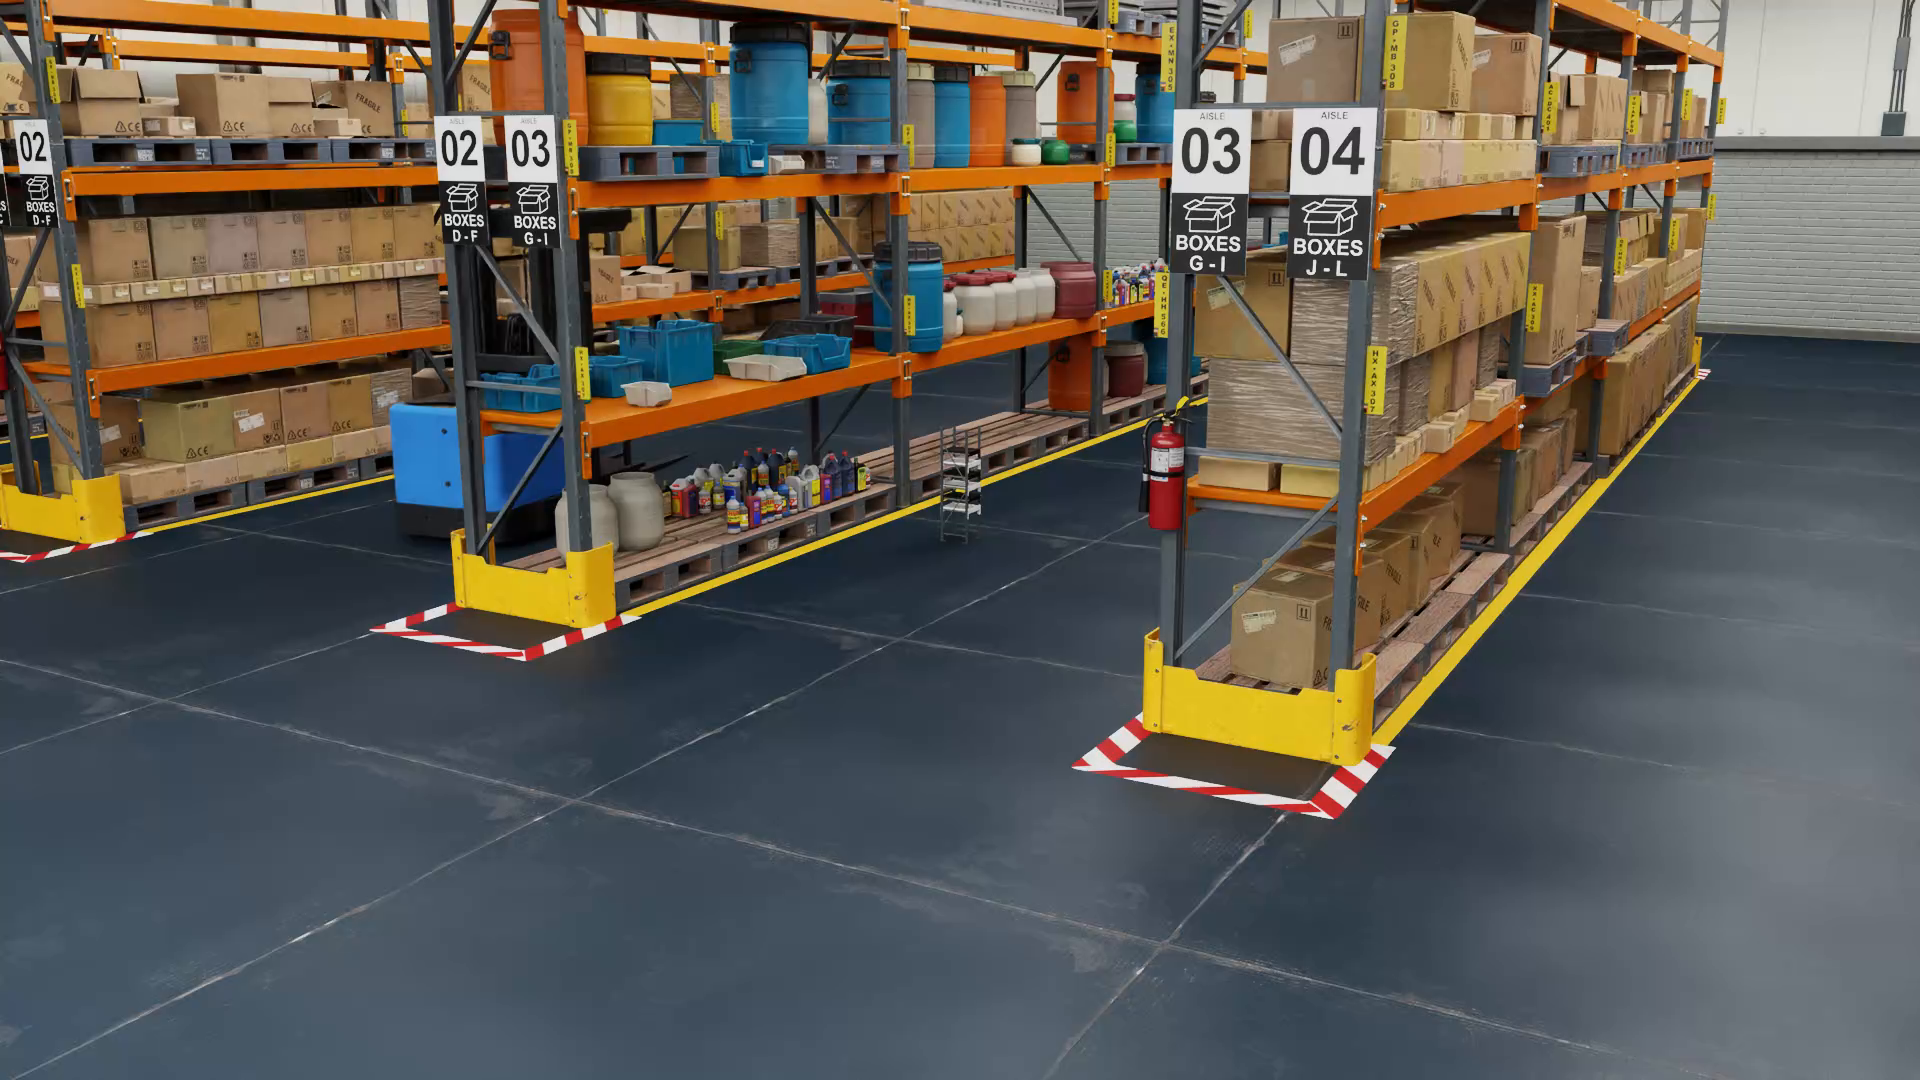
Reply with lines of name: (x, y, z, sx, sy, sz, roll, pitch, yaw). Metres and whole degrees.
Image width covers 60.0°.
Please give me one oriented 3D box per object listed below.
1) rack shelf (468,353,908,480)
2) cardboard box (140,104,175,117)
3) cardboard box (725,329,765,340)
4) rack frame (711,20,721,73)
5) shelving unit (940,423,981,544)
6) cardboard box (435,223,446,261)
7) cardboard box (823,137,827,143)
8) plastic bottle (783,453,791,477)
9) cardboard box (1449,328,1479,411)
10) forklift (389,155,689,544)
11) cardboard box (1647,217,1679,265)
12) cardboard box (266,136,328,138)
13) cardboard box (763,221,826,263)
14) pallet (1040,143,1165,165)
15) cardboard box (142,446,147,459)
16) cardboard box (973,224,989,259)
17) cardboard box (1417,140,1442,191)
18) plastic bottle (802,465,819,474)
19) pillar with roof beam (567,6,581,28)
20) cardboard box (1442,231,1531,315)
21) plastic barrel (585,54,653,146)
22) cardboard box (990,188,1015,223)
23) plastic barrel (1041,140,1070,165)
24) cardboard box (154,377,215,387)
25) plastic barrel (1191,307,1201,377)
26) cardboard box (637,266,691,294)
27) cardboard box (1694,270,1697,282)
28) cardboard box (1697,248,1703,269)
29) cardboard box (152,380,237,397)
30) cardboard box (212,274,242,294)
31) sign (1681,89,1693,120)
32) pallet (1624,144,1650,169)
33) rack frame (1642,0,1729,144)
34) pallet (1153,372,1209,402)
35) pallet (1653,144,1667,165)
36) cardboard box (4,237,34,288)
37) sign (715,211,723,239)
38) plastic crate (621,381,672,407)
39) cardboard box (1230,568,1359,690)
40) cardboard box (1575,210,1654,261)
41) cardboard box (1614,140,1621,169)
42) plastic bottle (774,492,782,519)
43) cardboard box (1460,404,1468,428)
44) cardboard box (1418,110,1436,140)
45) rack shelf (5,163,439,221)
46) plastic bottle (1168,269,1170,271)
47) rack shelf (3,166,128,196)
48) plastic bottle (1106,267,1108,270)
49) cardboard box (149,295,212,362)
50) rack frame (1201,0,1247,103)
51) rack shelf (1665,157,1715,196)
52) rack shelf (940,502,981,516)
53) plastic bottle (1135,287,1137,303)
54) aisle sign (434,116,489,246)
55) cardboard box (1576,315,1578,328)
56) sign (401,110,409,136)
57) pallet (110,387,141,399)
rack shelf: (-1.860, -1.027, 12.428, 1.077, 0.370, 4.000, 7, 15, 28)
cardboard box: (-6.835, -3.452, 13.677, 0.500, 0.250, 0.500, 7, 15, 28)
cardboard box: (-2.575, -2.337, 20.723, 0.500, 0.500, 0.500, 7, 15, 26)
rack frame: (-3.765, -8.288, 28.210, 1.000, 3.000, 0.127, 7, 15, 28)
shelving unit: (0.004, -0.439, 12.935, 0.258, 0.900, 0.210, 7, 15, 28)
cardboard box: (-7.173, -4.004, 22.349, 0.500, 0.500, 0.500, 8, 16, 30)
cardboard box: (-1.971, -5.515, 21.787, 0.600, 0.600, 0.600, 7, 15, 27)
plastic bottle: (-1.470, -0.583, 13.909, 0.061, 0.283, 0.133, 7, 15, 28)
cardboard box: (2.745, -1.121, 10.435, 0.875, 0.500, 0.500, 7, 15, 28)
forklift: (-3.382, -1.698, 13.824, 1.130, 2.935, 3.031, 6, 15, 22)
cardboard box: (7.765, -3.373, 18.708, 0.500, 0.500, 0.500, 7, 15, 28)
cardboard box: (-8.340, -4.993, 20.680, 0.797, 0.503, 0.637, 10, 17, 36)
cardboard box: (-2.160, -3.873, 21.591, 0.700, 0.500, 0.500, 3, 14, 14)
pallet: (1.496, -4.120, 17.725, 1.003, 0.211, 1.213, 7, 15, 28)
cardboard box: (-6.929, -0.643, 14.272, 0.500, 0.250, 0.500, 7, 15, 28)
cardboard box: (0.102, -4.528, 25.202, 0.500, 0.500, 0.500, 8, 15, 28)
cardboard box: (2.212, -1.966, 8.710, 0.500, 0.250, 0.500, 7, 15, 27)
plastic bottle: (-1.187, -0.484, 13.514, 0.152, 0.276, 0.135, 7, 15, 28)
pillar with roof beam: (-2.349, -7.221, 23.785, 9.100, 9.000, 0.400, 7, 15, 28)
cardboard box: (3.466, -1.781, 11.042, 0.500, 0.500, 0.500, 7, 15, 28)
plastic barrel: (-2.387, -2.968, 11.248, 0.600, 0.588, 0.600, 0, 14, 0)
cardboard box: (0.599, -5.223, 25.951, 0.500, 0.500, 0.500, 7, 15, 28)
plastic barrel: (0.966, -3.934, 16.882, 0.294, 0.245, 0.294, 0, 14, 0)
cardboard box: (-9.224, -2.061, 19.577, 0.700, 0.500, 0.500, 8, 16, 30)
plastic barrel: (2.696, -2.503, 20.595, 0.600, 0.901, 0.708, 7, 15, 28)
cardboard box: (-3.508, -3.057, 19.502, 0.500, 0.311, 0.500, 9, 16, 32)
cardboard box: (9.113, -3.350, 21.065, 0.380, 0.149, 0.250, 7, 15, 28)
cardboard box: (9.242, -3.630, 21.375, 0.500, 0.250, 0.500, 7, 15, 27)
cardboard box: (-6.692, -1.111, 14.612, 0.500, 0.500, 0.500, 7, 15, 28)
cardboard box: (-6.285, -2.160, 13.997, 0.380, 0.149, 0.250, 7, 15, 26)
sign: (7.790, -4.670, 17.830, 0.100, 0.325, 0.005, 7, 15, 28)
pallet: (5.641, -3.551, 15.365, 1.213, 0.211, 1.003, 8, 16, 31)
rack frame: (9.244, -6.604, 21.227, 1.000, 3.000, 0.127, 7, 15, 28)
pallet: (2.565, -1.919, 20.543, 1.003, 0.211, 1.213, 7, 15, 28)
pallet: (6.910, -4.039, 17.393, 0.805, 0.209, 1.217, 7, 15, 26)
cardboard box: (-10.013, -2.874, 17.230, 0.500, 0.500, 0.500, 7, 15, 26)
sign: (-2.806, -3.670, 19.387, 0.100, 0.325, 0.005, 7, 15, 28)
plastic crate: (-2.113, -0.985, 11.282, 0.298, 0.136, 0.250, 7, 15, 28)
cardboard box: (1.825, 0.480, 9.081, 0.500, 0.500, 0.500, 11, 17, 38)
cardboard box: (7.008, -3.271, 17.849, 0.797, 0.503, 0.637, 7, 15, 27)
cardboard box: (5.361, -3.306, 14.268, 0.500, 0.250, 0.500, 7, 15, 28)
plastic bottle: (-1.416, -0.268, 12.775, 0.097, 0.201, 0.097, 0, 14, 0)
cardboard box: (2.948, -0.775, 10.385, 0.380, 0.149, 0.250, 7, 15, 28)
cardboard box: (2.263, -2.170, 8.705, 0.380, 0.149, 0.250, 8, 16, 30)
rack shelf: (-6.194, -3.047, 14.407, 1.077, 0.370, 4.000, 7, 15, 28)
plastic bottle: (2.463, -3.052, 19.569, 0.097, 0.271, 0.097, 0, 14, 0)
rack shelf: (-10.532, -3.608, 16.732, 1.077, 0.370, 4.000, 7, 15, 28)
plastic bottle: (1.682, -3.043, 19.359, 0.144, 0.351, 0.185, 7, 15, 28)
cardboard box: (-6.675, -1.779, 13.801, 0.700, 0.500, 0.500, 8, 16, 29)
rack frame: (2.974, -6.345, 20.150, 1.000, 3.000, 0.127, 7, 15, 28)
rack shelf: (8.277, -4.386, 19.960, 1.077, 0.370, 4.000, 7, 15, 28)
rack shelf: (0.004, -0.232, 12.985, 0.258, 0.077, 0.200, 7, 15, 28)
plastic bottle: (1.901, -2.706, 18.282, 0.097, 0.201, 0.097, 0, 14, 0)
aisle sign: (-3.122, -2.249, 10.415, 0.394, 0.787, 0.004, 7, 15, 28)
cardboard box: (4.807, -1.812, 13.542, 0.396, 0.266, 0.258, 7, 15, 26)
sign: (-7.158, -5.378, 21.436, 0.100, 0.325, 0.005, 7, 15, 28)
pallet: (-9.191, -1.714, 19.691, 1.003, 0.211, 1.213, 7, 15, 28)
